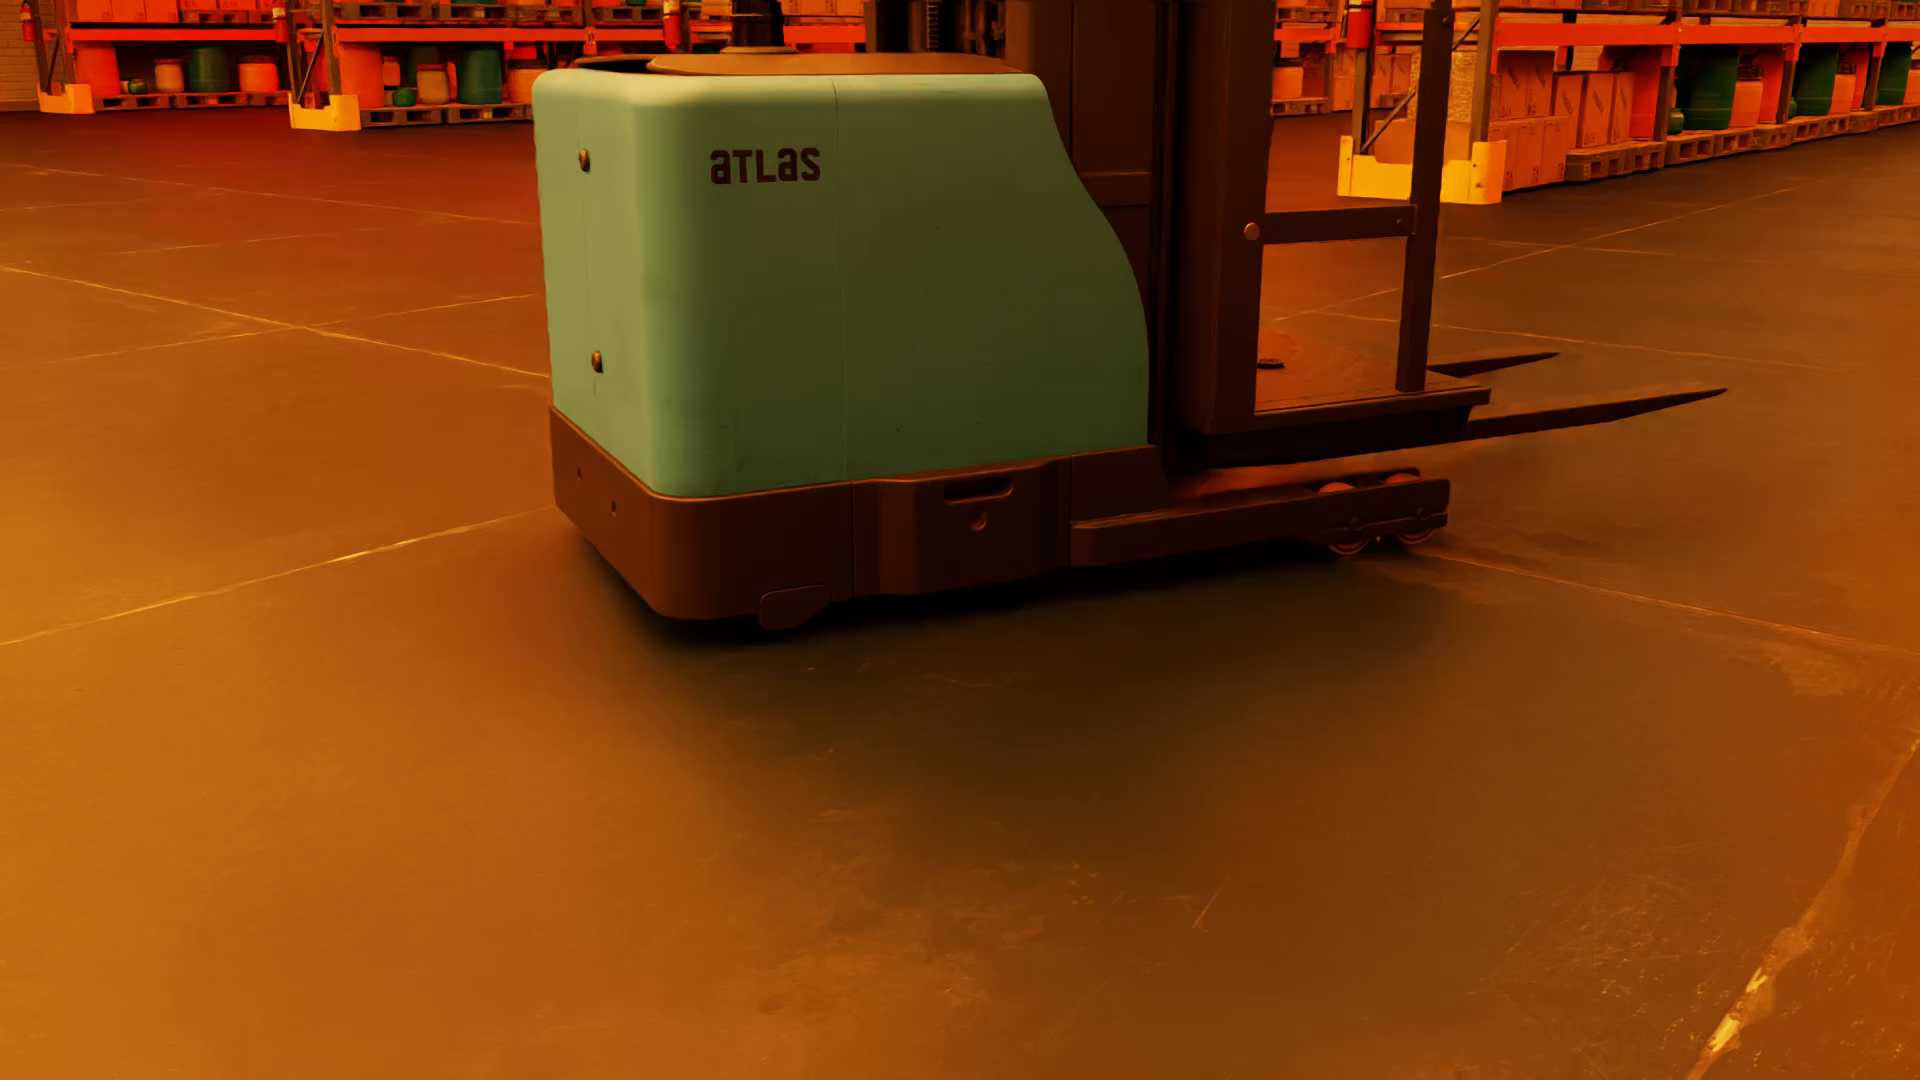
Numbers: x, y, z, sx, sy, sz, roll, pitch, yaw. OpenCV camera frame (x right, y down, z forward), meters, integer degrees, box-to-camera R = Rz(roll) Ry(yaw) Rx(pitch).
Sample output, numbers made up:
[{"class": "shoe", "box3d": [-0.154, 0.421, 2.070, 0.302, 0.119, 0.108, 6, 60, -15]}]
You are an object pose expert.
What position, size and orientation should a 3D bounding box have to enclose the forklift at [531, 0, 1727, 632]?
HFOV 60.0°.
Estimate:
[{"class": "forklift", "box3d": [0.584, -1.497, 3.827, 3.031, 2.935, 1.130, -8, 19, -25]}]
